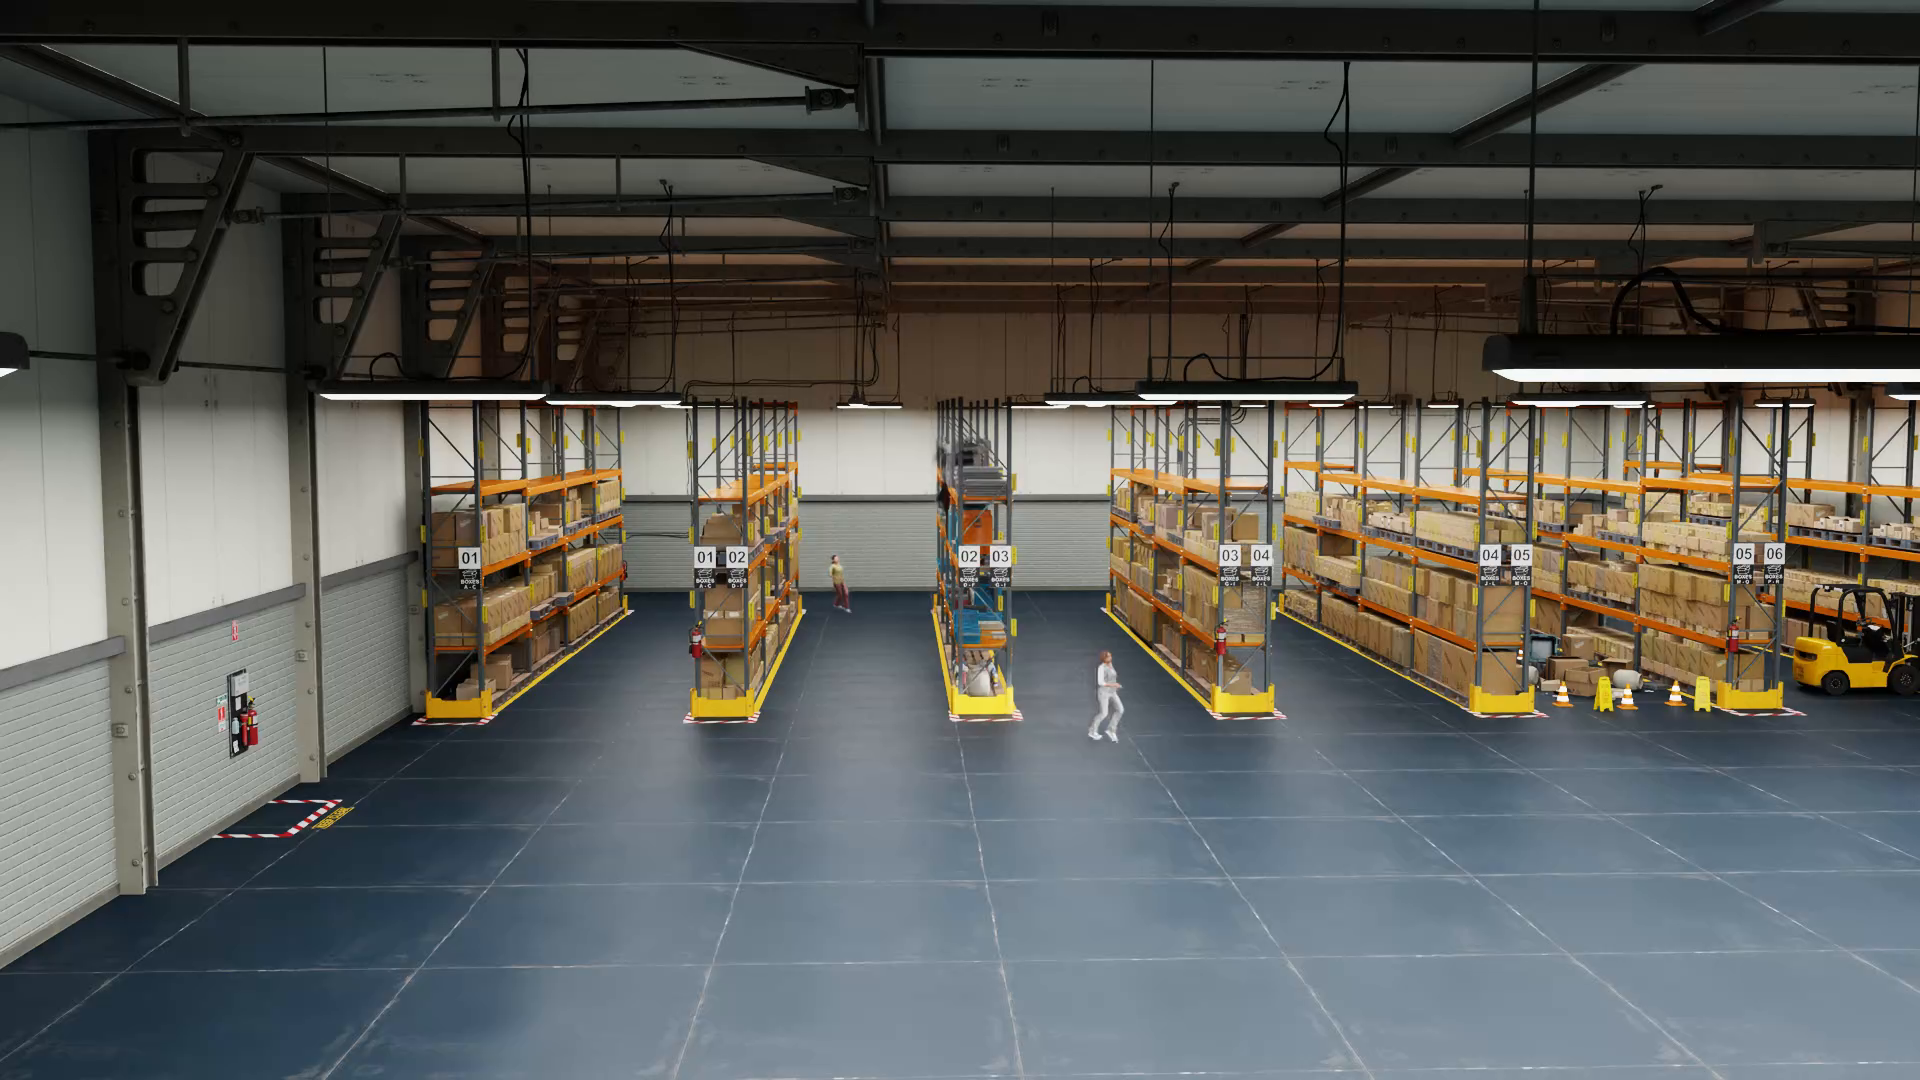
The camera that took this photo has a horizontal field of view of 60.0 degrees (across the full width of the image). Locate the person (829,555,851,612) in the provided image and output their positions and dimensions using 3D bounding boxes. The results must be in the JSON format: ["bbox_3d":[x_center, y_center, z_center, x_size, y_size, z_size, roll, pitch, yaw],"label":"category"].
[{"bbox_3d":[-3.491,1.248,47.563,0.736,1.668,0.634,4,6,43],"label":"person"}]

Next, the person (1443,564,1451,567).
[{"bbox_3d":[14.466,1.130,49.333,0.525,1.593,0.730,1,5,16],"label":"person"}]

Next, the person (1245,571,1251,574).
[{"bbox_3d":[8.026,1.352,45.356,0.708,1.737,0.627,0,4,-1],"label":"person"}]

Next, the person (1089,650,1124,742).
[{"bbox_3d":[2.542,2.709,28.842,0.664,1.609,0.543,3,6,37],"label":"person"}]
